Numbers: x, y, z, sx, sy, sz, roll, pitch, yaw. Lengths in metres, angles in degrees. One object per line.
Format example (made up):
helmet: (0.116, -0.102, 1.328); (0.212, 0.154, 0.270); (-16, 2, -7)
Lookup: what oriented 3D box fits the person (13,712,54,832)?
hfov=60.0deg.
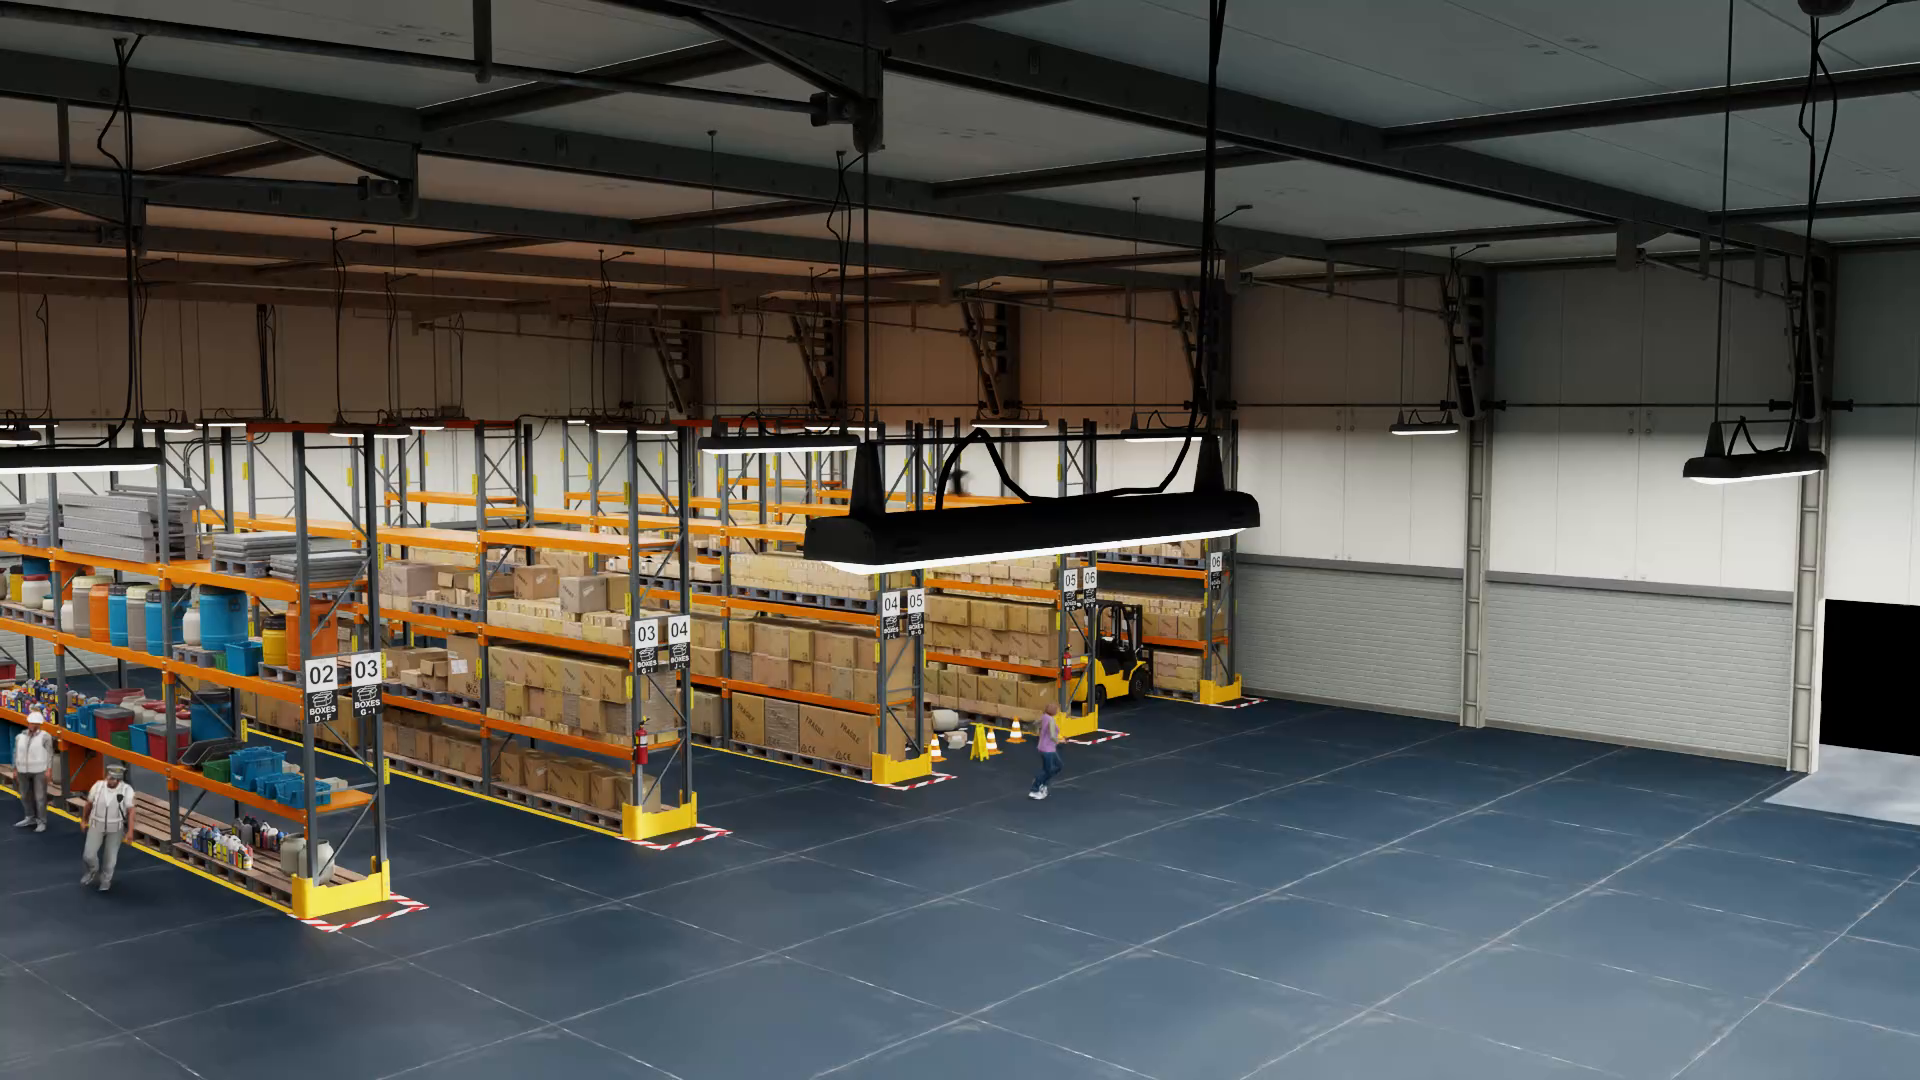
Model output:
person: (-13.789, 3.430, 24.725); (0.611, 1.777, 0.486); (0, 5, -5)

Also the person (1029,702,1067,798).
person: (1.410, 3.363, 26.614); (0.609, 1.562, 0.533); (0, 5, -3)

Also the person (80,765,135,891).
person: (-11.088, 3.729, 21.616); (0.681, 1.677, 0.637); (-2, 5, -26)
